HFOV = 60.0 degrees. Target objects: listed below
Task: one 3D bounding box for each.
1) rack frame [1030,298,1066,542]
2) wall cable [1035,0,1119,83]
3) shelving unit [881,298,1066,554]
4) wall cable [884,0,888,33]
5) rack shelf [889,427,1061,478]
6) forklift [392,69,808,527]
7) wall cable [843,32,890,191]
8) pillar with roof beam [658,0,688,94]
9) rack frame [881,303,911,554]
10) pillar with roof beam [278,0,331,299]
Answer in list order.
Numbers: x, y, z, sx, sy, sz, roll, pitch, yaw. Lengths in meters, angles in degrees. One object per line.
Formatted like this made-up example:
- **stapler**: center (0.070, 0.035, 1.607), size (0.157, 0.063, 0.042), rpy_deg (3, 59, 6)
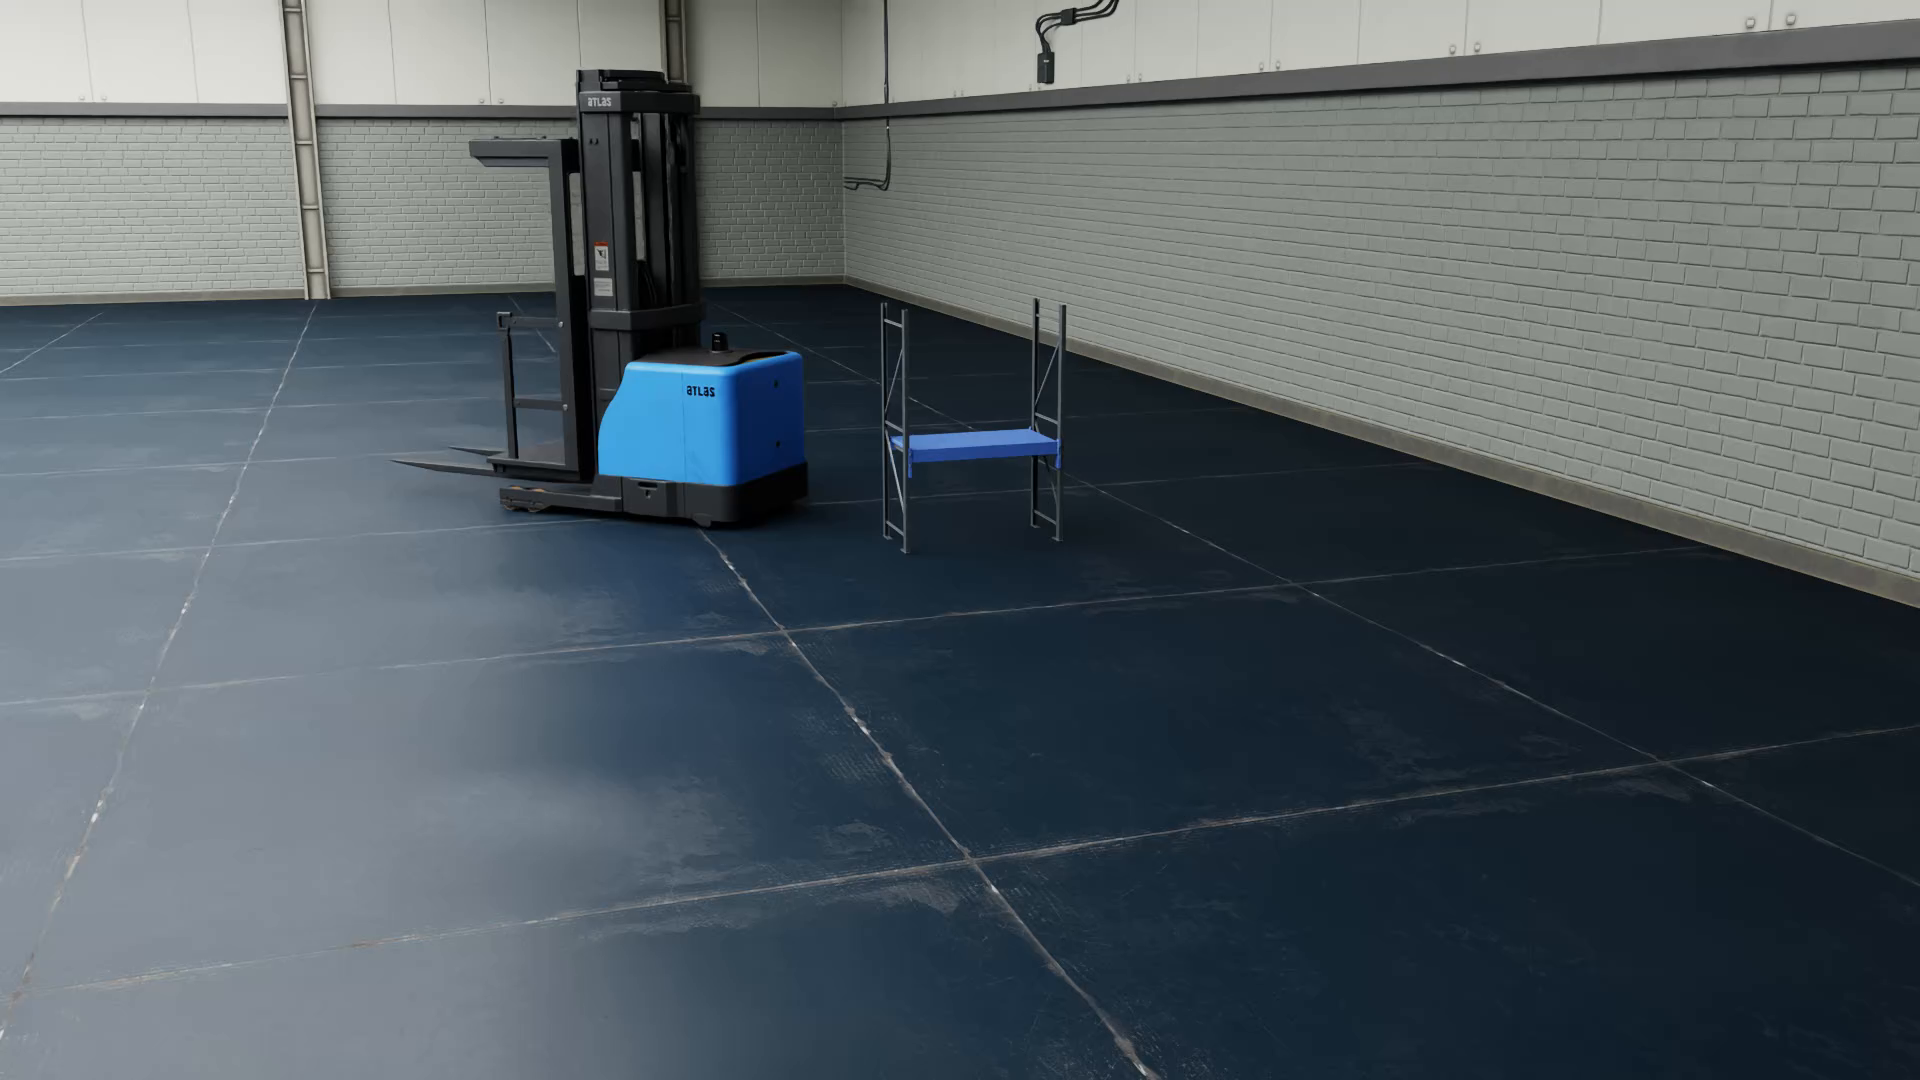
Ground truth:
- **rack frame**: center (0.563, -0.773, 10.653), size (0.032, 1.500, 0.500), rpy_deg (-4, 14, -18)
- **wall cable**: center (1.351, -8.299, 18.735), size (0.169, 6.003, 2.305), rpy_deg (-4, 14, -18)
- **shelving unit**: center (0.081, -0.736, 10.496), size (1.048, 1.500, 0.538), rpy_deg (-4, 14, -18)
- **wall cable**: center (-0.799, -9.080, 25.168), size (0.112, 2.526, 3.097), rpy_deg (-4, 14, -18)
- **rack shelf**: center (0.081, -0.561, 10.537), size (1.000, 0.185, 0.538), rpy_deg (-4, 14, -18)
- **forklift**: center (-2.628, -1.717, 11.527), size (3.031, 2.935, 1.130), rpy_deg (6, 15, 23)
- **wall cable**: center (-1.662, -7.217, 28.247), size (0.112, 2.526, 3.097), rpy_deg (-4, 14, -18)
- **pillar with roof beam**: center (-3.503, -7.856, 24.223), size (0.400, 9.000, 9.100), rpy_deg (-4, 14, -18)
- **rack frame**: center (-0.401, -0.698, 10.338), size (0.032, 1.500, 0.500), rpy_deg (-4, 14, -18)
- **pillar with roof beam**: center (-9.190, -7.413, 22.361), size (0.400, 9.000, 9.100), rpy_deg (-4, 14, -18)
